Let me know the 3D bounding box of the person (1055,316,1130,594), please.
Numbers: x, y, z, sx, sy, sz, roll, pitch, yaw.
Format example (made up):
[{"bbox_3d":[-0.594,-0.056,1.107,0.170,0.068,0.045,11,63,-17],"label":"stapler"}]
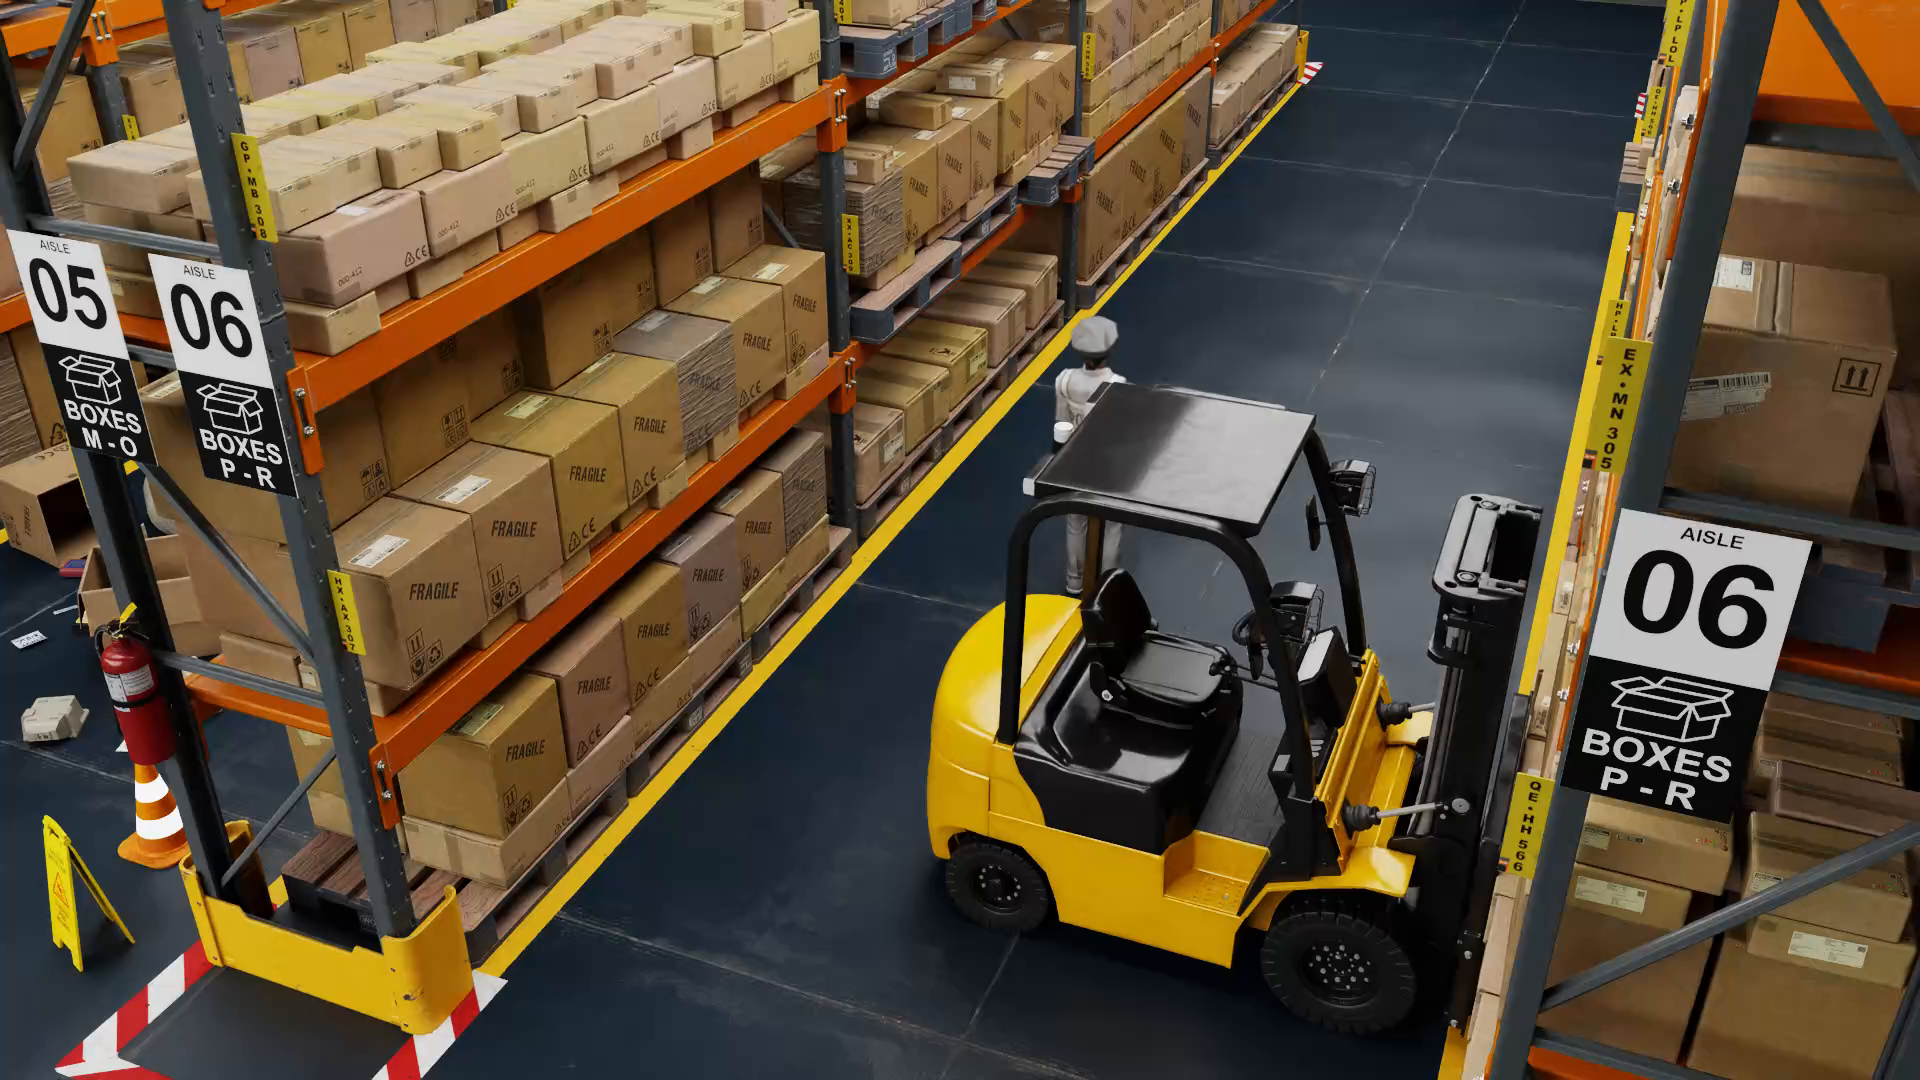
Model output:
[{"bbox_3d":[0.762,-0.457,9.157,0.479,1.692,0.529,11,32,19],"label":"person"}]
